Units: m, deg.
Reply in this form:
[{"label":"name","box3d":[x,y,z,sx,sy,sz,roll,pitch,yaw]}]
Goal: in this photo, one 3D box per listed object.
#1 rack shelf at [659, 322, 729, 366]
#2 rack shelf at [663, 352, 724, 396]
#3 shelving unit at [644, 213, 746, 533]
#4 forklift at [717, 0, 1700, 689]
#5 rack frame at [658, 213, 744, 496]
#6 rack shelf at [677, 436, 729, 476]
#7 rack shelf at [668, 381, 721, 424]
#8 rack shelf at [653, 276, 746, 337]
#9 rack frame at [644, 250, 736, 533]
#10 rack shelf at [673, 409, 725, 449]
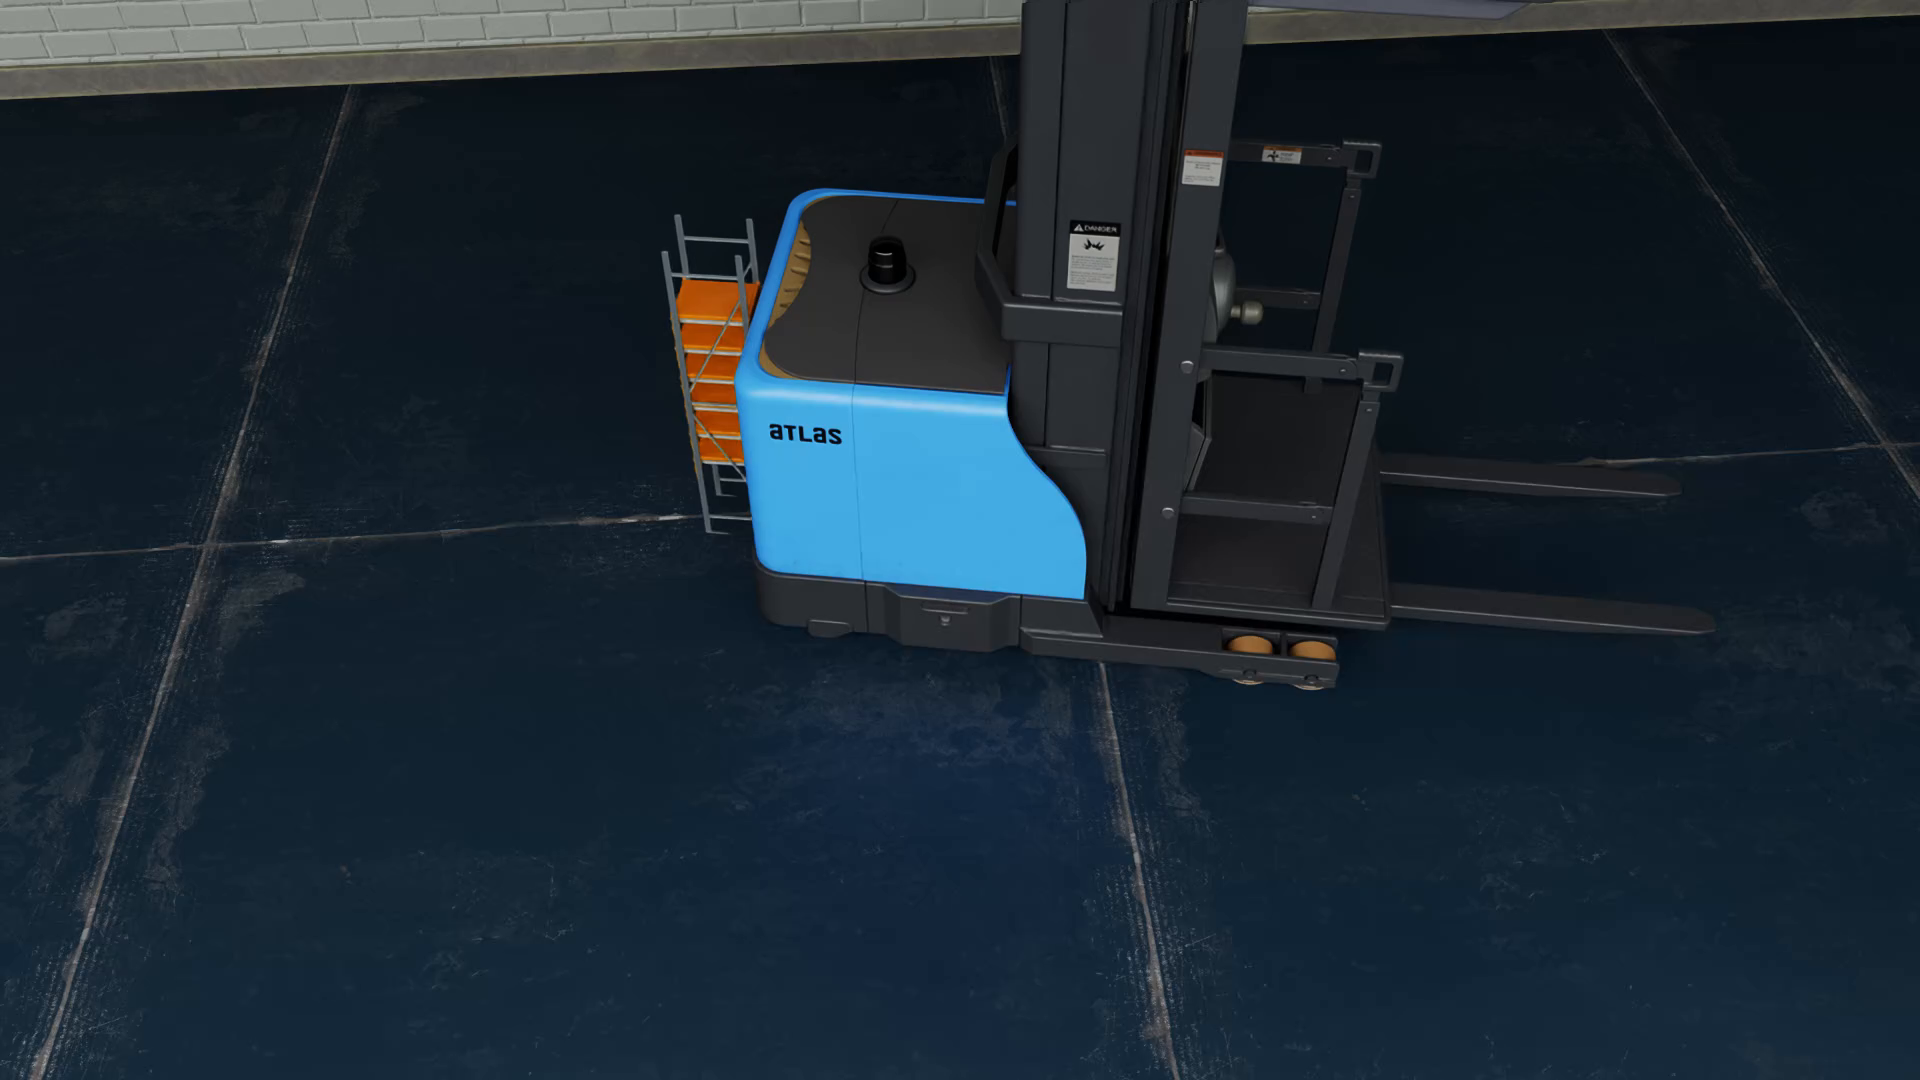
[{"label":"rack shelf","box3d":[-0.803,-0.636,5.257,0.258,0.103,0.180,4,47,4]},{"label":"rack shelf","box3d":[-0.803,-0.553,5.344,0.258,0.103,0.180,4,47,4]},{"label":"shelving unit","box3d":[-0.803,-0.501,5.399,0.258,1.200,0.189,4,47,4]},{"label":"forklift","box3d":[0.843,-0.945,4.626,3.031,2.935,1.130,5,47,5]},{"label":"rack frame","box3d":[-0.795,-0.568,5.461,0.240,1.200,0.006,4,47,4]},{"label":"rack shelf","box3d":[-0.803,-0.306,5.605,0.258,0.103,0.180,4,47,4]},{"label":"rack shelf","box3d":[-0.803,-0.471,5.431,0.258,0.103,0.180,4,47,4]},{"label":"rack shelf","box3d":[-0.803,-0.718,5.169,0.258,0.103,0.180,4,47,4]},{"label":"rack frame","box3d":[-0.811,-0.435,5.336,0.240,1.200,0.006,4,47,4]},{"label":"rack shelf","box3d":[-0.803,-0.388,5.518,0.258,0.103,0.180,4,47,4]}]
